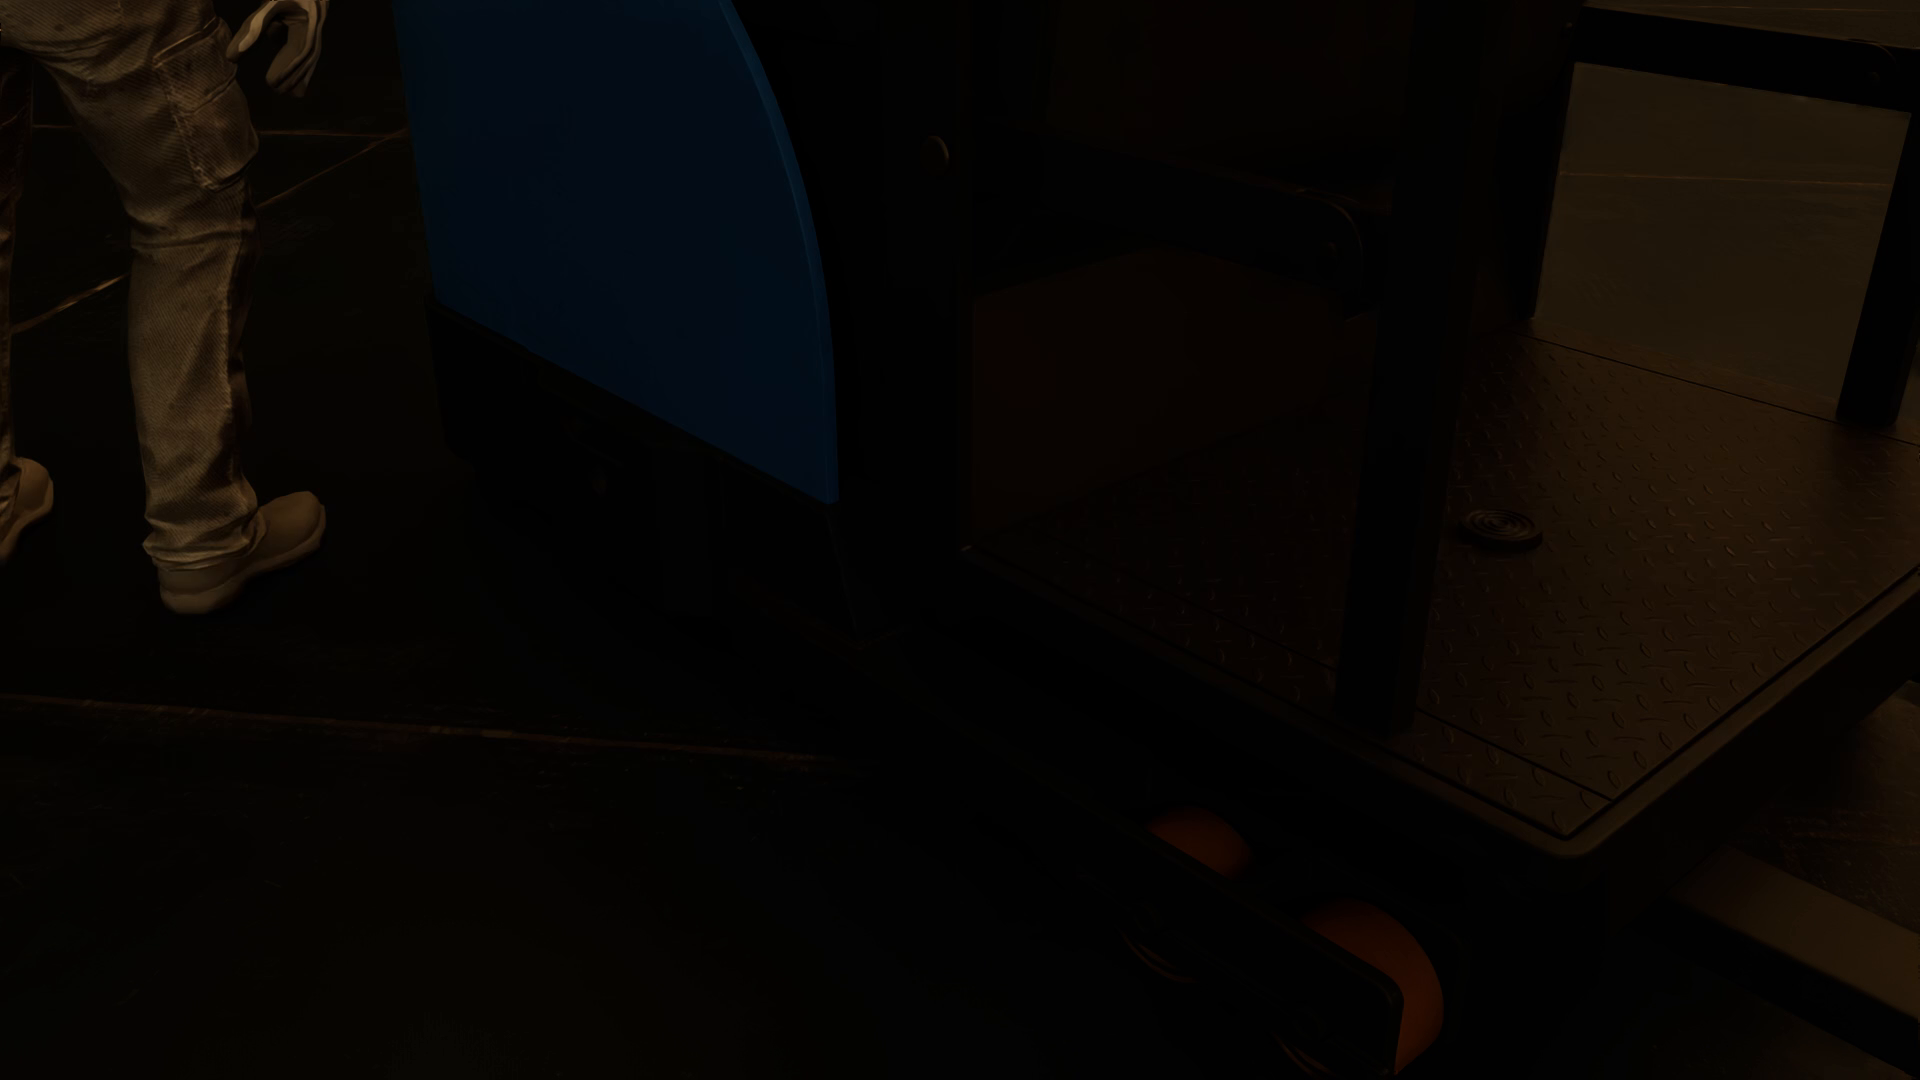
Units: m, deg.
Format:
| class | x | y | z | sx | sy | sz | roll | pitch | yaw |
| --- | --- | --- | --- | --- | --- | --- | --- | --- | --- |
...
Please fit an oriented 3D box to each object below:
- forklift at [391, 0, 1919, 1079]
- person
| class | x | y | z | sx | sy | sz | roll | pitch | yaw |
| --- | --- | --- | --- | --- | --- | --- | --- | --- | --- |
| forklift | 0.534 | -1.073 | 1.368 | 1.130 | 2.935 | 3.031 | -22 | 34 | -37 |
| person | -1.163 | -0.760 | 2.056 | 0.795 | 1.758 | 0.417 | 2 | 27 | 5 |
